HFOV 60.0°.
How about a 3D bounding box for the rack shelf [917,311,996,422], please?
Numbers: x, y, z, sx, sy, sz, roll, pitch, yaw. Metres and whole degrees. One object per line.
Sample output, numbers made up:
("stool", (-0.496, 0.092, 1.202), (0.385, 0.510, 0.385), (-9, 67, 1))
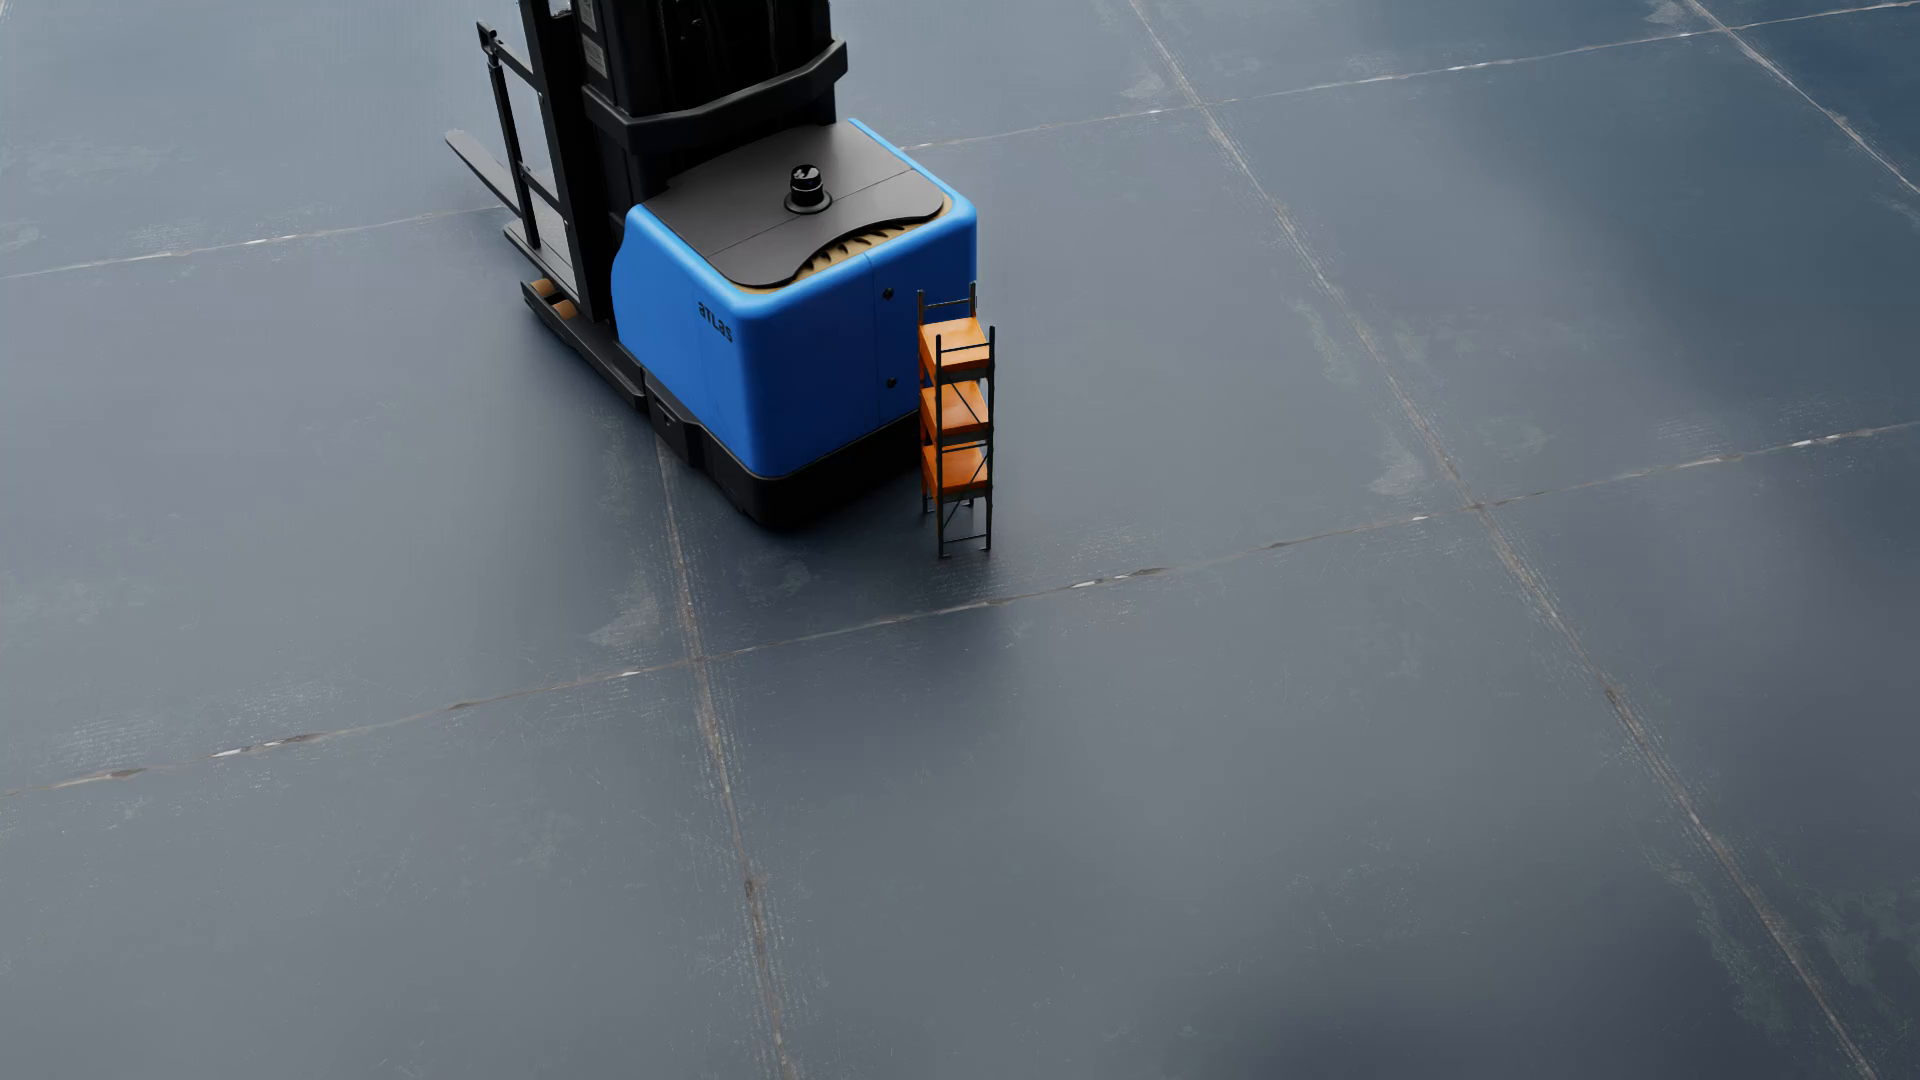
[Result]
("rack shelf", (-0.014, -0.596, 5.716), (0.215, 0.259, 0.240), (-11, 47, -10))

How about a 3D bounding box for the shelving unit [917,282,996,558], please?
("shelving unit", (-0.014, -0.404, 5.911), (0.215, 1.050, 0.252), (-11, 47, -10))

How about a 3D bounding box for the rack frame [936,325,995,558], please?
("rack frame", (0.018, -0.320, 5.829), (0.200, 1.050, 0.008), (-11, 47, -10))

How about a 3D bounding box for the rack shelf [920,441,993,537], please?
("rack shelf", (-0.014, -0.202, 6.117), (0.215, 0.259, 0.240), (-11, 47, -10))

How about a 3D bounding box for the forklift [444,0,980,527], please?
("forklift", (-1.226, -2.076, 6.232), (1.130, 2.935, 3.031), (-29, 52, -26))

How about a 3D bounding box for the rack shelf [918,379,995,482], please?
("rack shelf", (-0.014, -0.397, 5.919), (0.215, 0.259, 0.240), (-11, 47, -10))

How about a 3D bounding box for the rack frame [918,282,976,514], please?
("rack frame", (-0.045, -0.489, 5.994), (0.200, 1.050, 0.008), (-11, 47, -10))
